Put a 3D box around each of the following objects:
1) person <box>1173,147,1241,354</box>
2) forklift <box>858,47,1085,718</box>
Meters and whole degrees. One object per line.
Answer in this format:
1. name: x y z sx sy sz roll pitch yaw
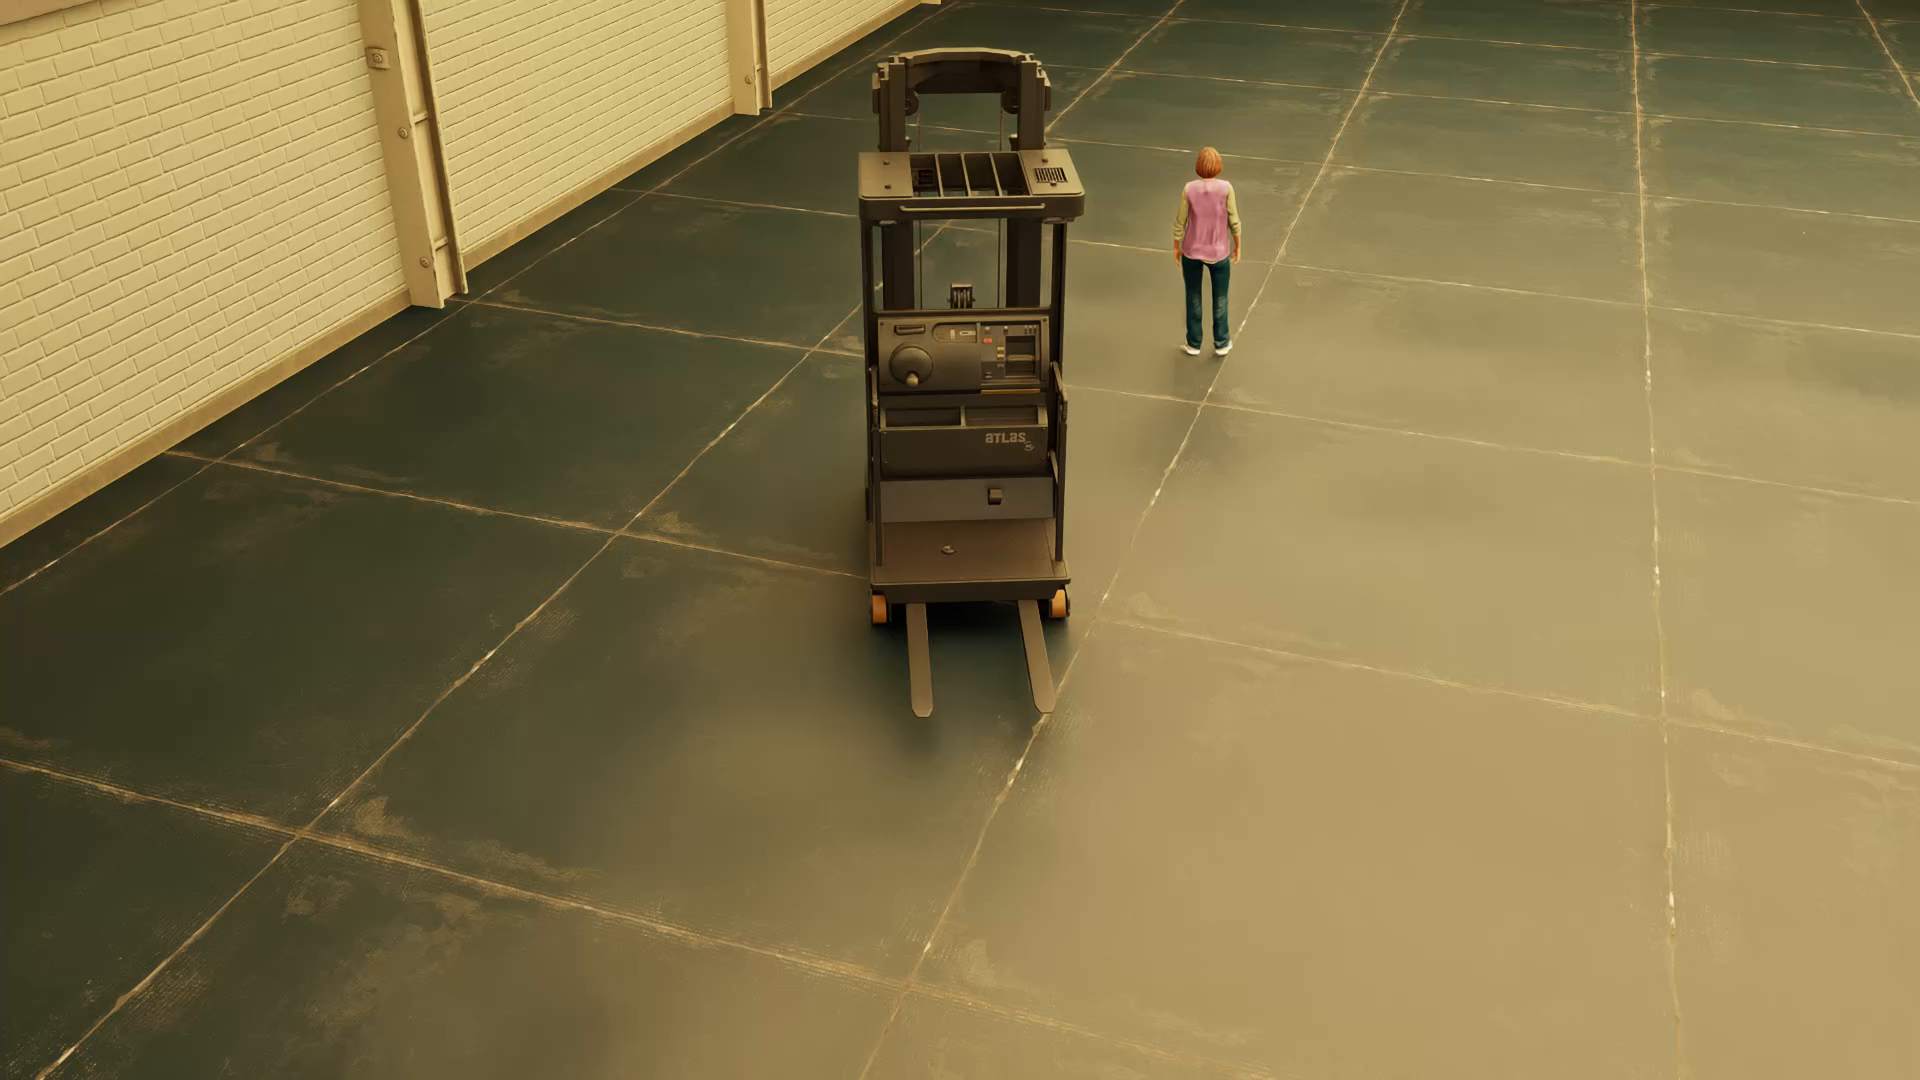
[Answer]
1. person: 1.808 -2.116 12.198 0.499 1.610 0.437 6 30 10
2. forklift: 0.035 -0.972 8.842 1.130 2.935 3.031 -2 30 -3
